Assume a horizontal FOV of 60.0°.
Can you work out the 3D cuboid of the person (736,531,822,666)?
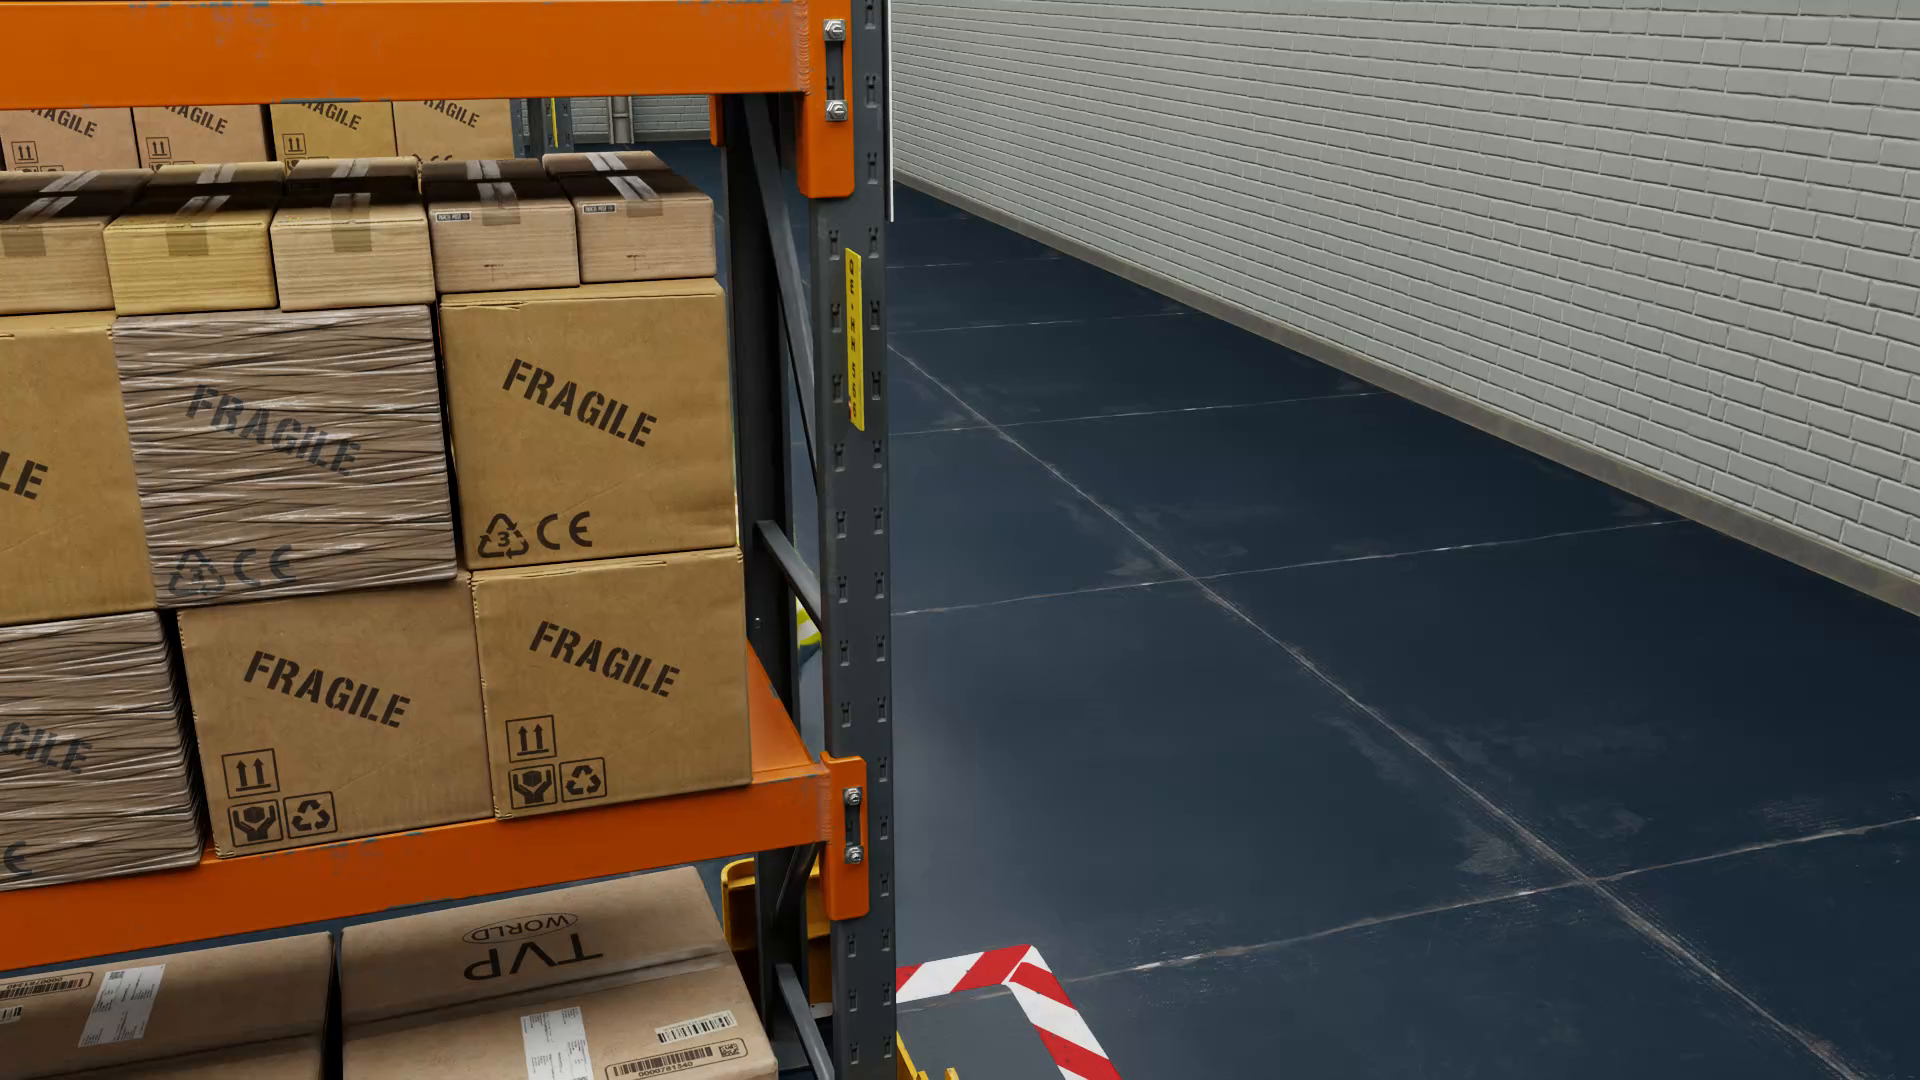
[{"bbox_3d":[-0.909,0.328,6.249,0.897,1.013,0.542,-7,20,-18],"label":"person"}]
